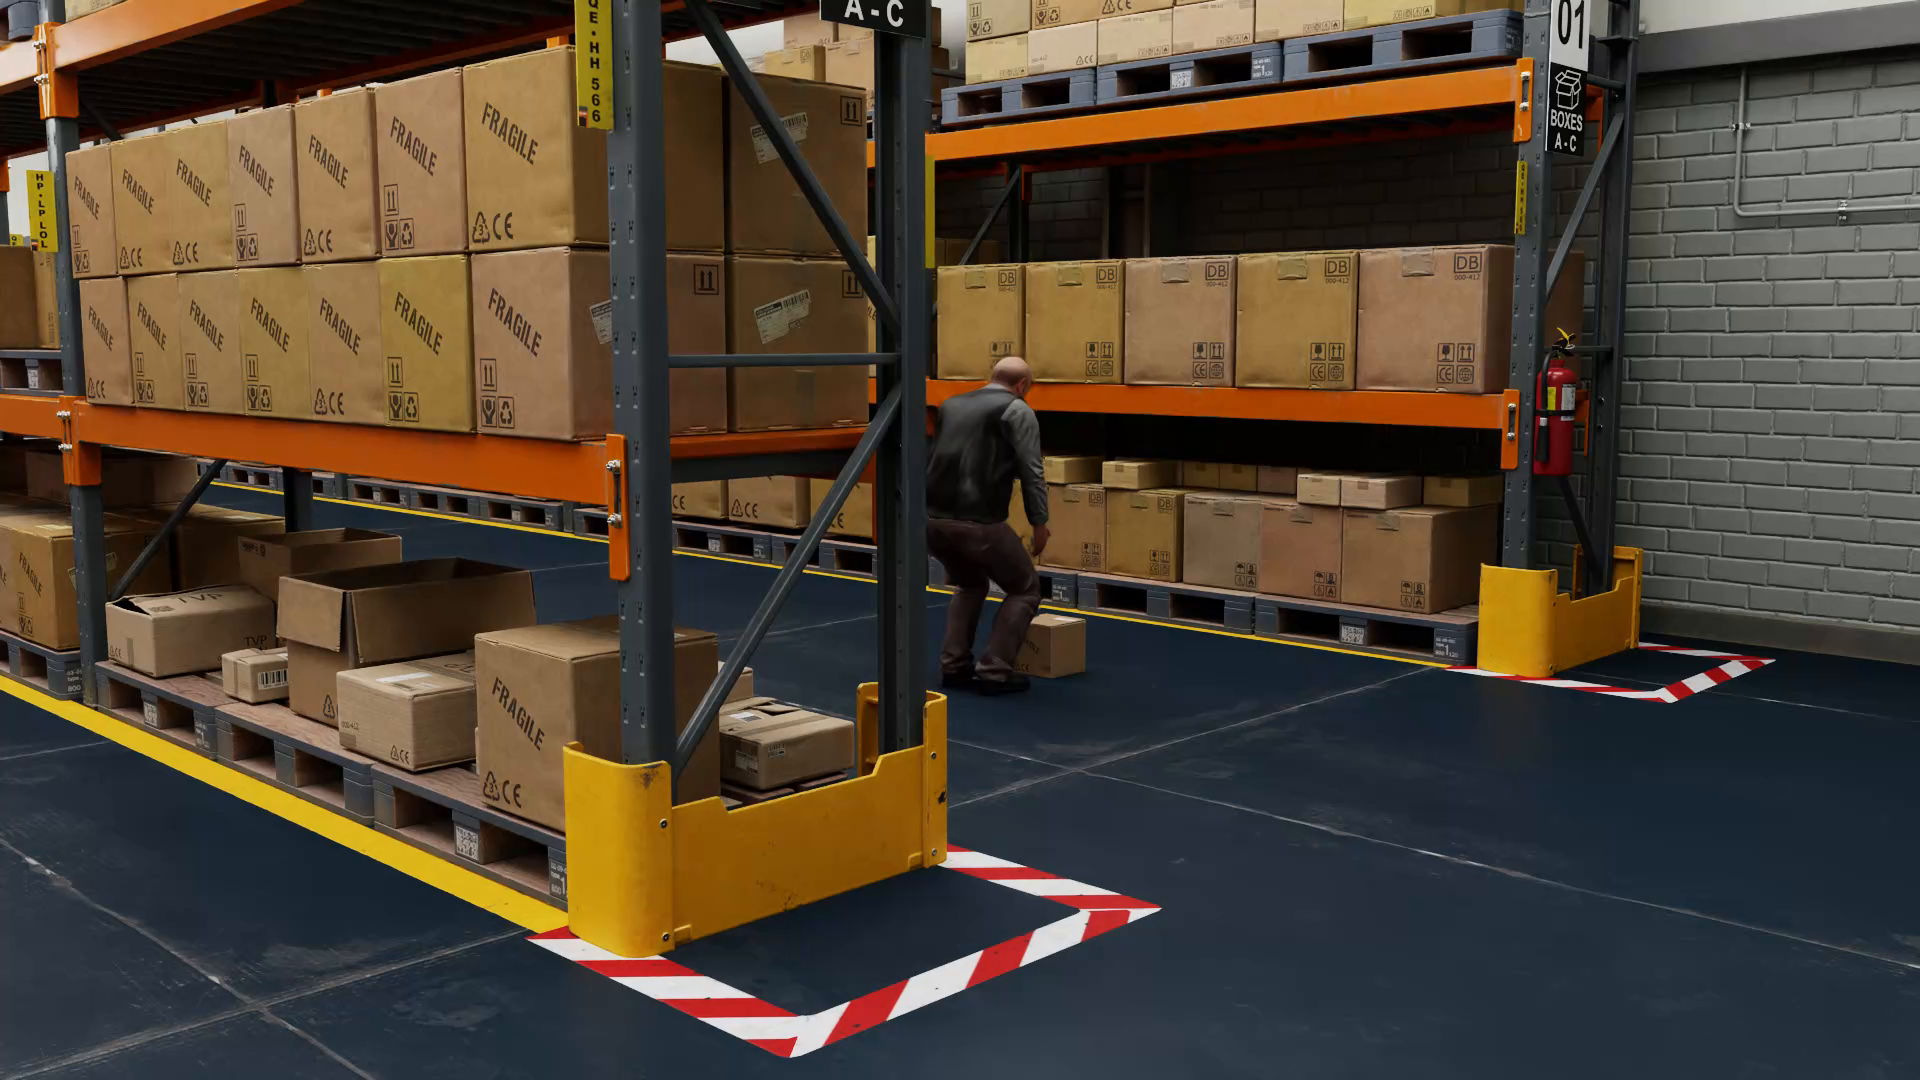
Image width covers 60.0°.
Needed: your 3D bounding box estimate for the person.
[{"bbox_3d":[0.087,-0.075,7.462,0.589,1.488,0.648,7,10,44],"label":"person"}]
